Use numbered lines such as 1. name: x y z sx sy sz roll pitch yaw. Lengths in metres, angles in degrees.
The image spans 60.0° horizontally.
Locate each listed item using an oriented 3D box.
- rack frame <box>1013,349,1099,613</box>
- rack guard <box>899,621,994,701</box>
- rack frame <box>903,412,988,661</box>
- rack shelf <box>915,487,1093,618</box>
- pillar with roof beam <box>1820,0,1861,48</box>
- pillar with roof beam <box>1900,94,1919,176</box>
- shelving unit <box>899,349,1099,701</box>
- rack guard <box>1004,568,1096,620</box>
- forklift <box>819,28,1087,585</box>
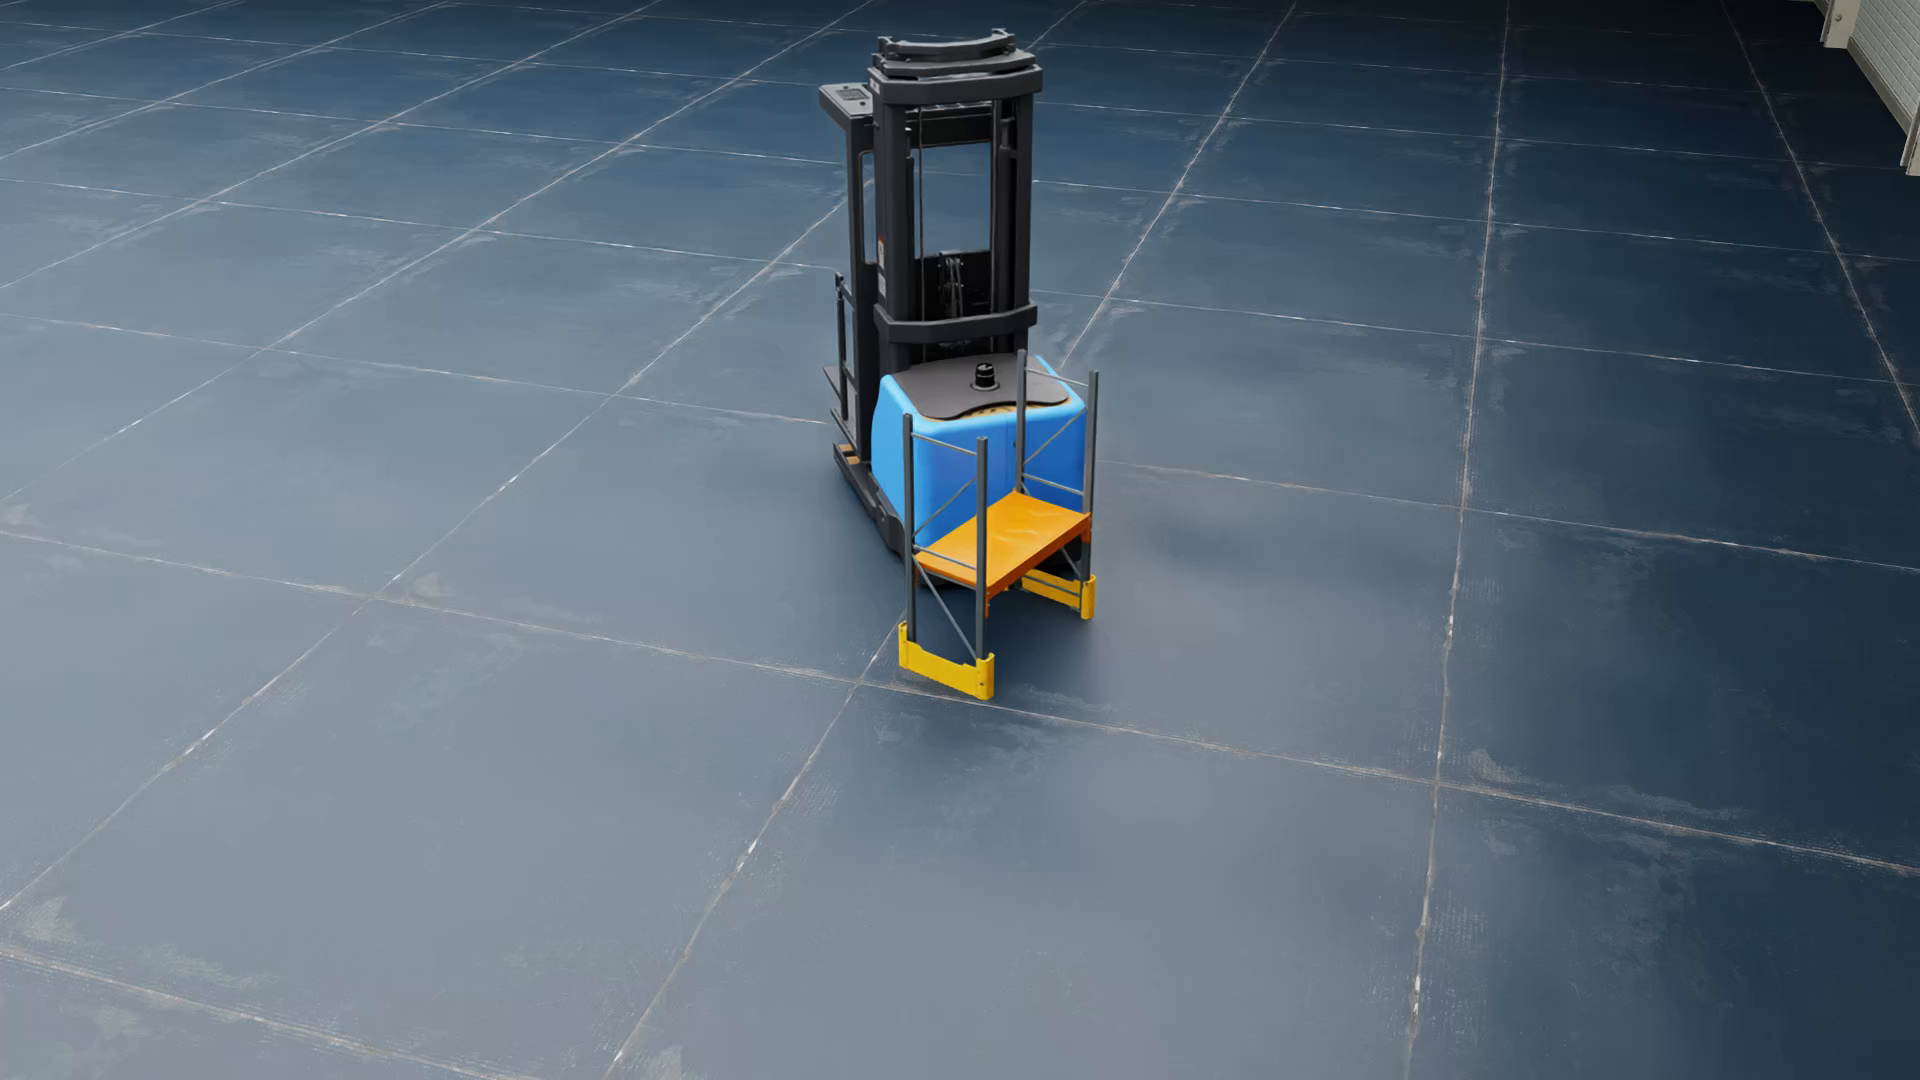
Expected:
1. rack frame: 0.523 -0.305 9.256 0.500 1.500 0.032 20 35 31
2. rack guard: -0.076 0.640 8.843 0.587 0.250 0.087 20 35 31
3. rack frame: -0.076 0.094 8.538 0.500 1.500 0.032 20 35 31
4. rack shelf: 0.223 0.052 8.984 0.538 0.185 1.000 20 35 31
5. pillar with roof beam: 7.492 -11.123 20.987 9.100 9.000 0.400 8 30 15
6. pillar with roof beam: 5.731 -8.334 15.975 9.100 9.000 0.400 8 30 15
7. shelving unit: 0.218 -0.102 8.891 0.587 1.500 1.083 20 35 31
8. rack guard: 0.511 0.249 9.546 0.587 0.250 0.087 20 35 31
9. forklift: -0.205 -1.719 10.326 1.130 2.935 3.031 -9 30 -16
